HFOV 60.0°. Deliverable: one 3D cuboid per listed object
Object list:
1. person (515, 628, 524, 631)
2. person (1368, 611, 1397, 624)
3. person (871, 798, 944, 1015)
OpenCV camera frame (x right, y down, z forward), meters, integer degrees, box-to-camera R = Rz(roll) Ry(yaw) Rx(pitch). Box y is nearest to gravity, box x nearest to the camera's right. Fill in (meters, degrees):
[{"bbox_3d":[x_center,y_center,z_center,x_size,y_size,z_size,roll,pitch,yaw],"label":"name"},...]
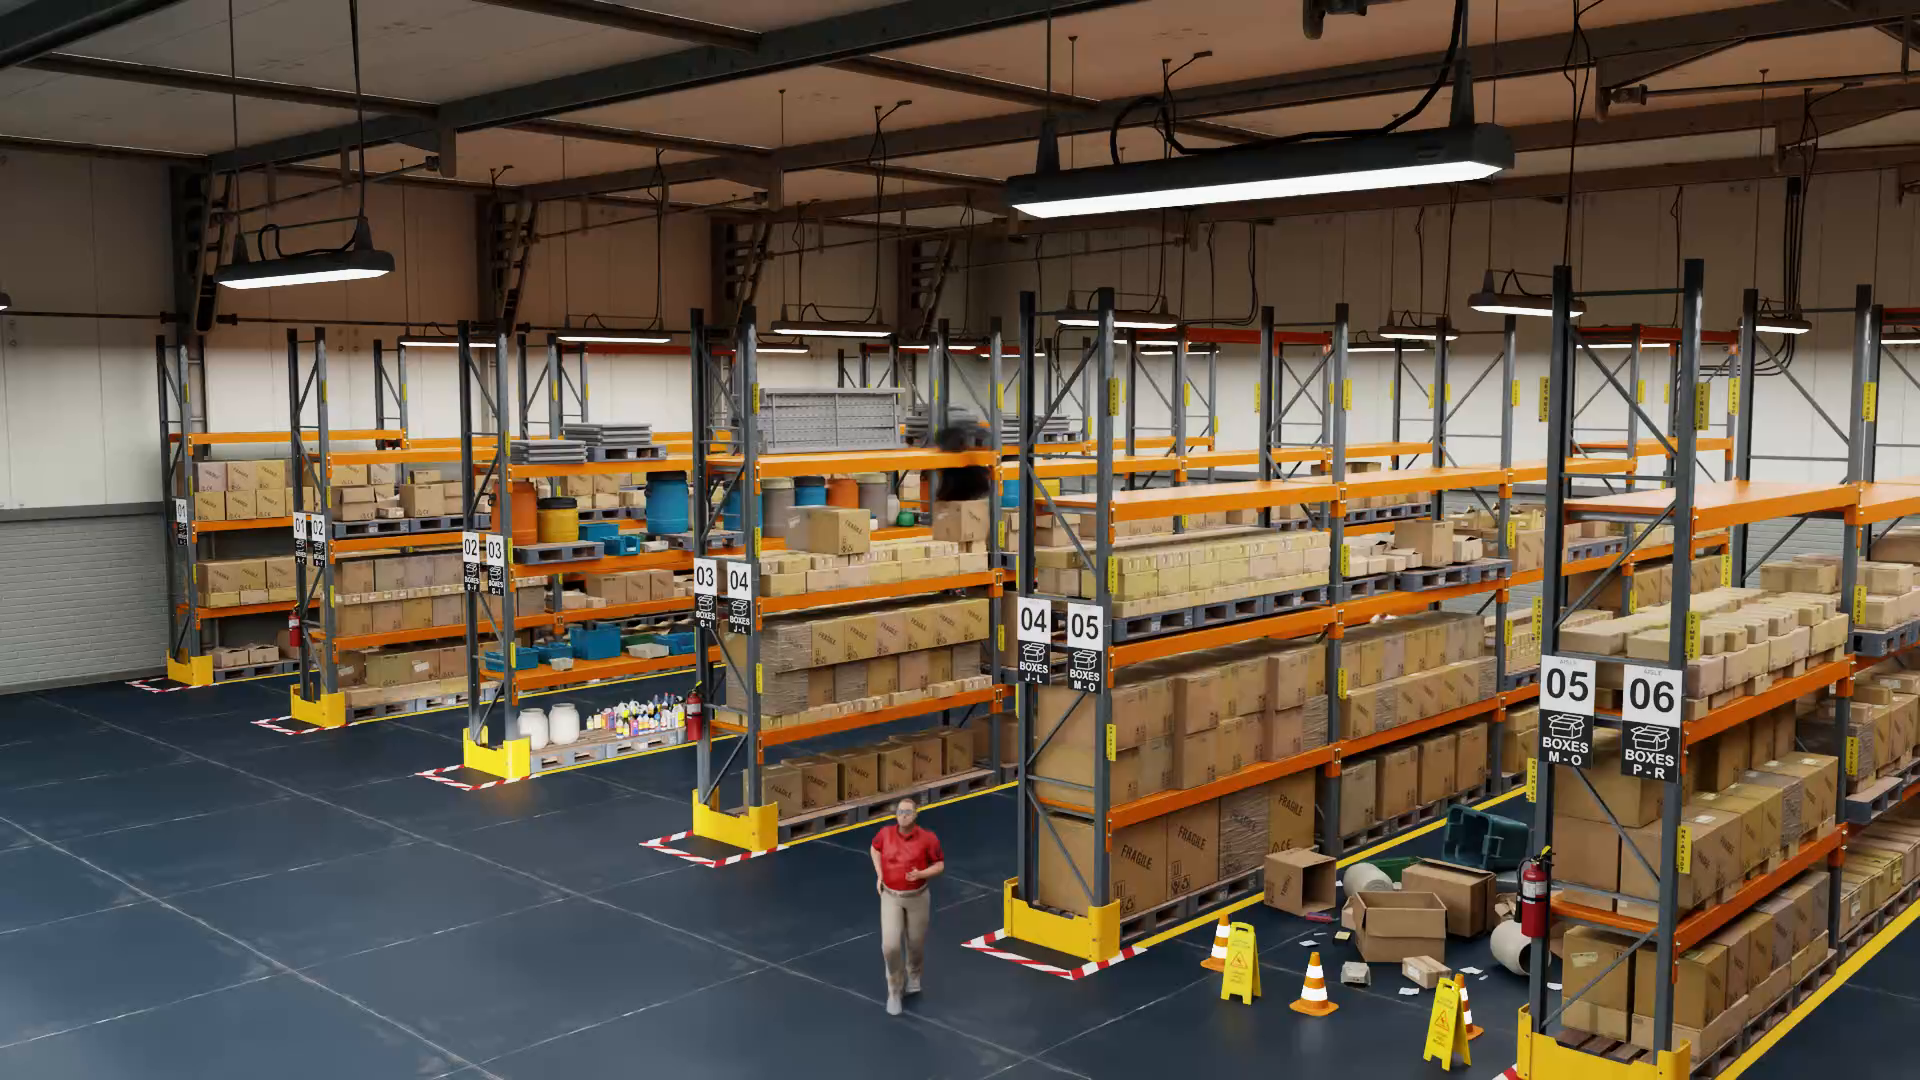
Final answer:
[{"bbox_3d":[-7.842,1.542,30.031,0.580,1.605,0.554,5,7,41],"label":"person"},{"bbox_3d":[6.707,1.820,26.385,0.739,1.751,0.848,5,7,43],"label":"person"},{"bbox_3d":[-0.448,3.030,13.826,0.635,1.782,0.713,0,5,3],"label":"person"}]
